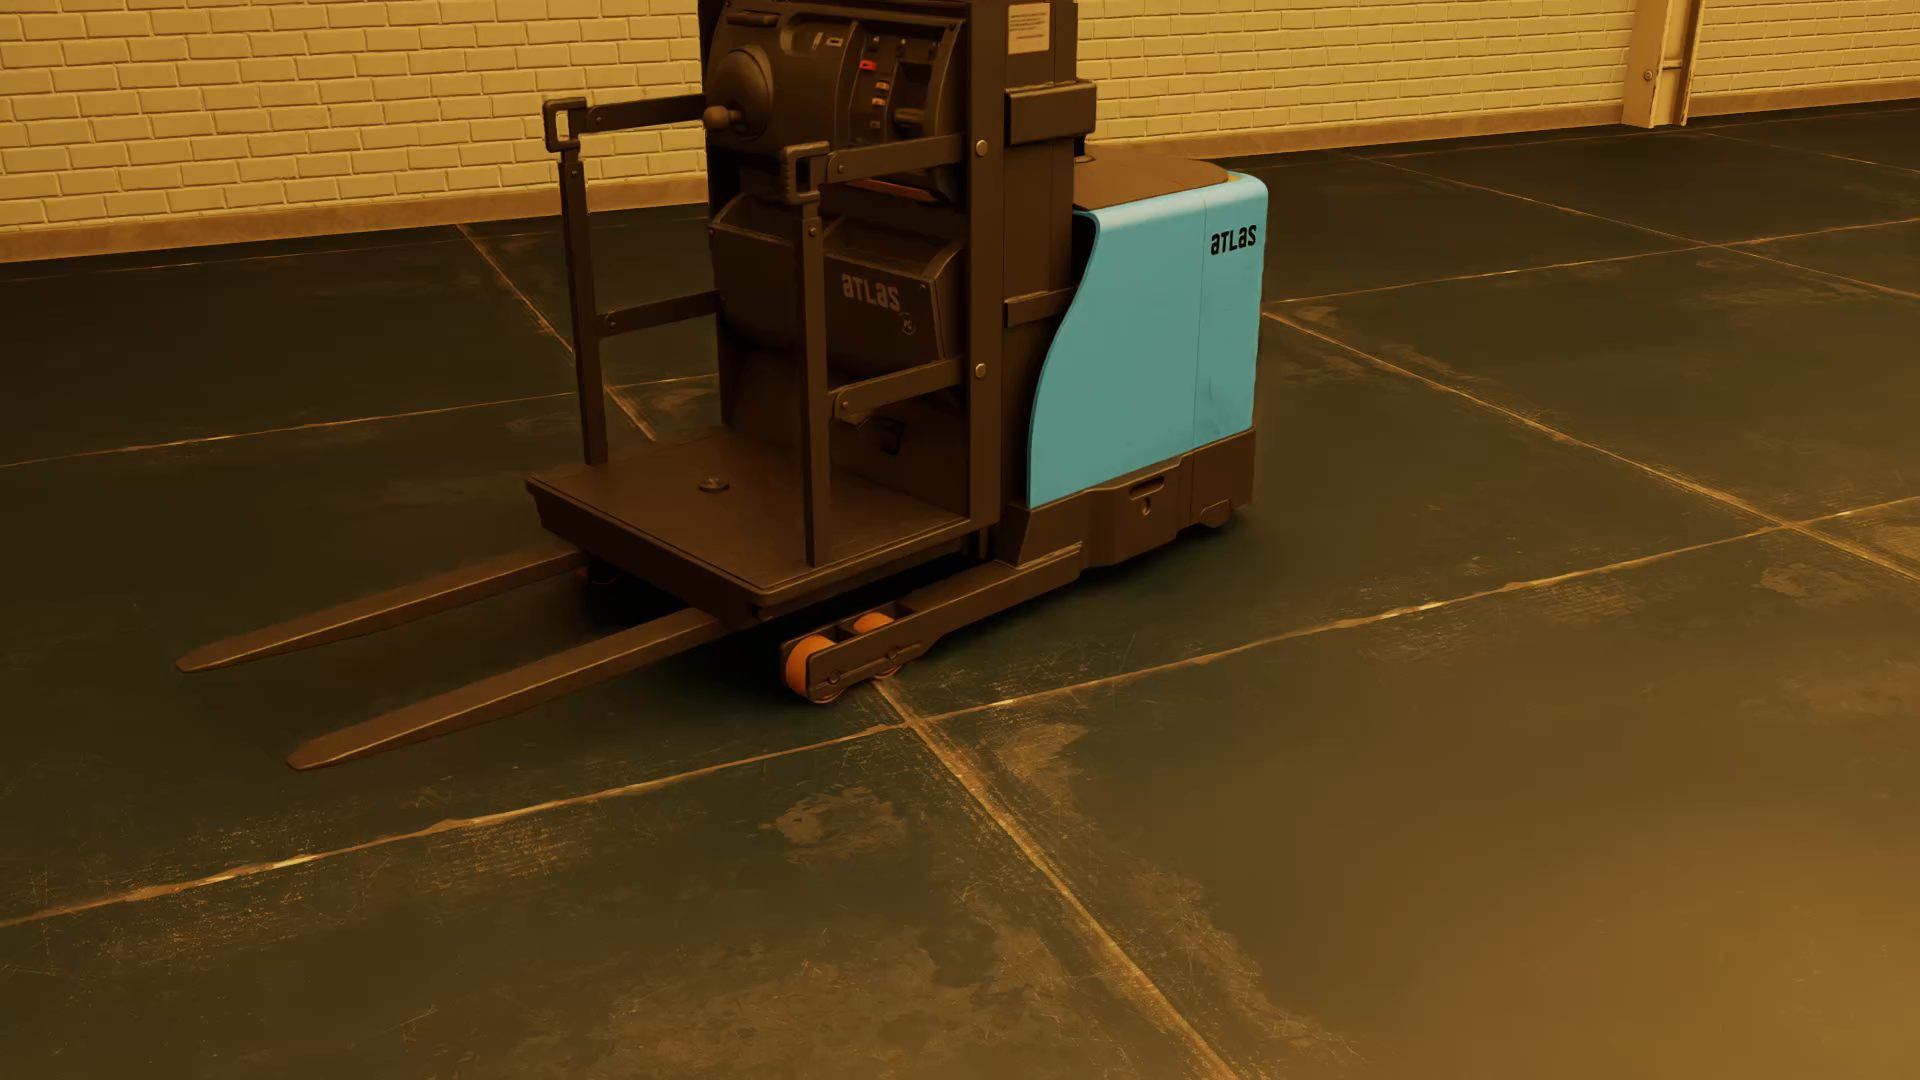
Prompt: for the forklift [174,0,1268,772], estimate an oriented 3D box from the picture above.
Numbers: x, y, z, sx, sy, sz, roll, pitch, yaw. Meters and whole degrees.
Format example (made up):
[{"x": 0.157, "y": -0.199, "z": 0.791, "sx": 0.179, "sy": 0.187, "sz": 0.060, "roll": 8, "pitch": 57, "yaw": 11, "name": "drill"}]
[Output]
[{"x": -0.492, "y": -1.171, "z": 4.106, "sx": 3.031, "sy": 2.935, "sz": 1.130, "roll": -20, "pitch": 30, "yaw": -40, "name": "forklift"}]
